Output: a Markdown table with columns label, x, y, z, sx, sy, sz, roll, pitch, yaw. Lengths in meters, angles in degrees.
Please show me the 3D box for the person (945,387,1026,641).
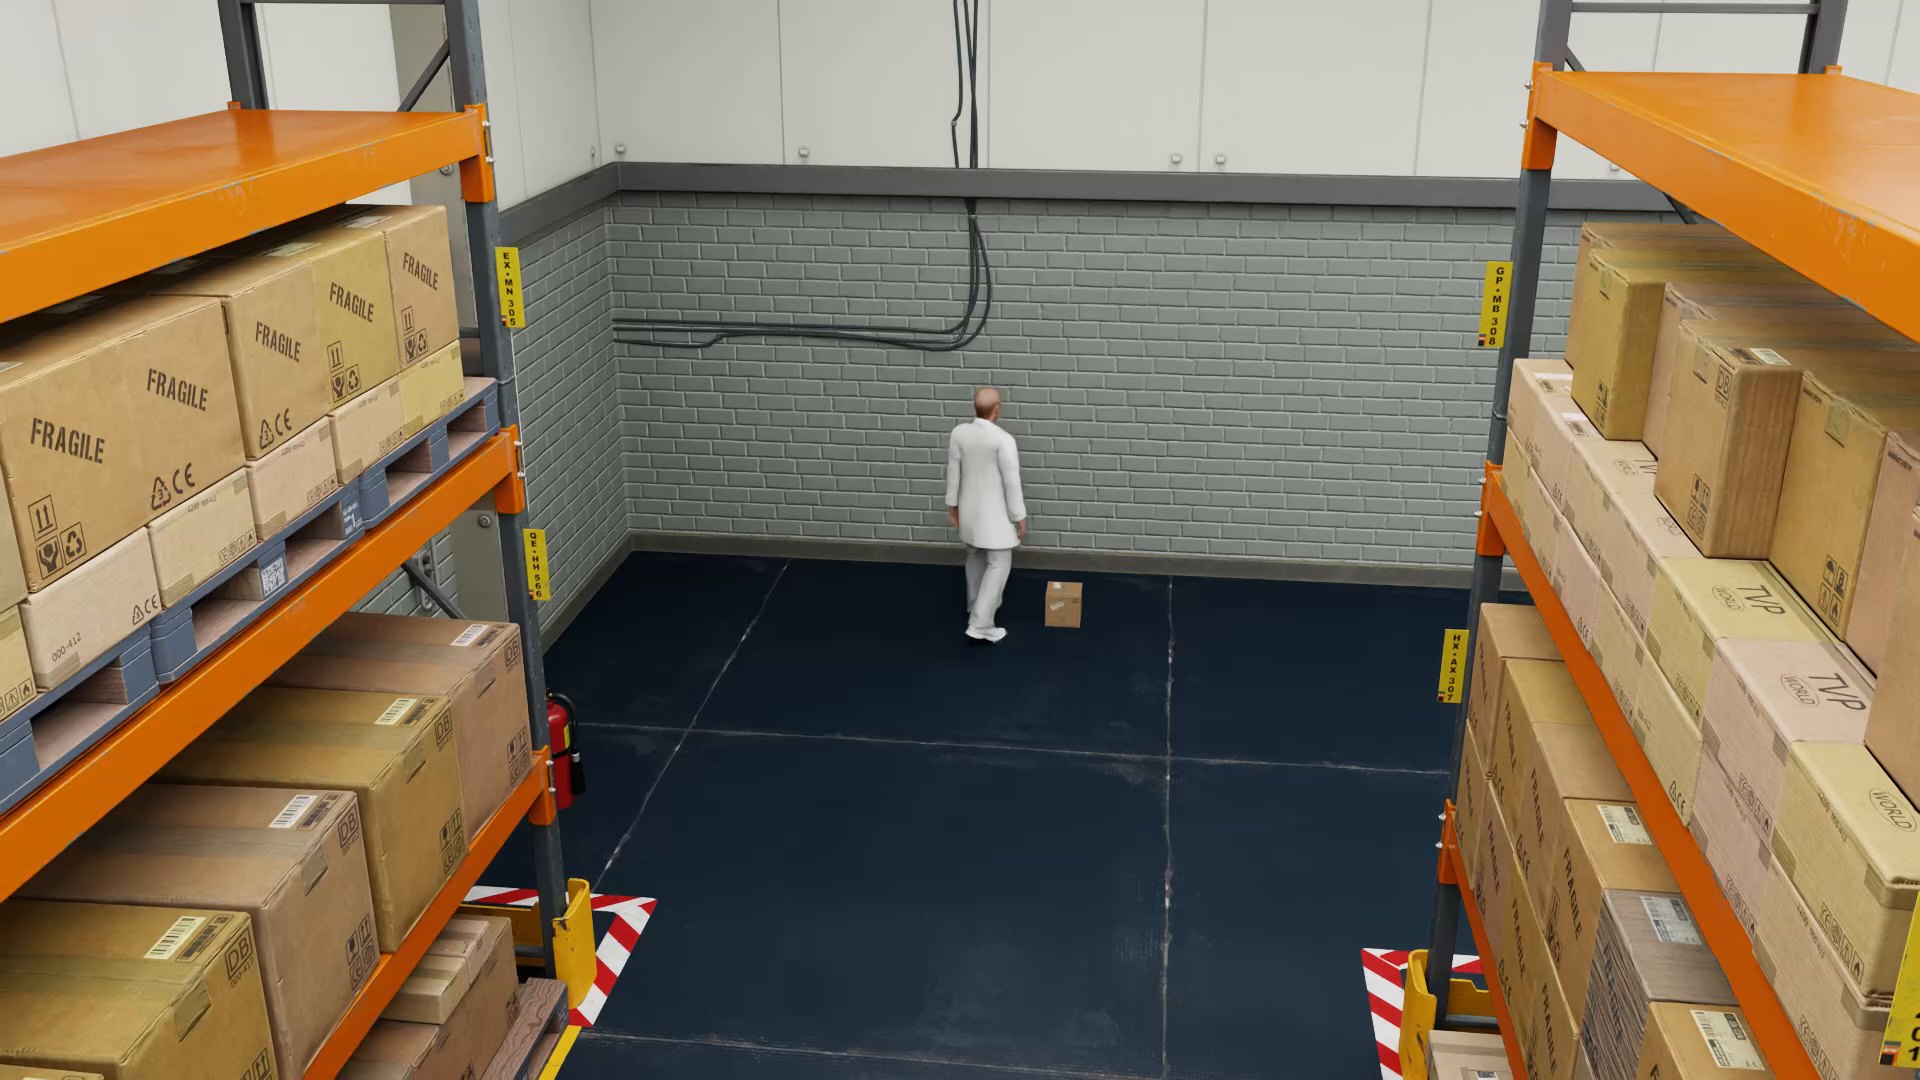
| label | x | y | z | sx | sy | sz | roll | pitch | yaw |
| --- | --- | --- | --- | --- | --- | --- | --- | --- | --- |
| person | 0.186 | -0.195 | 11.619 | 0.651 | 1.792 | 0.737 | 16 | 26 | 35 |
